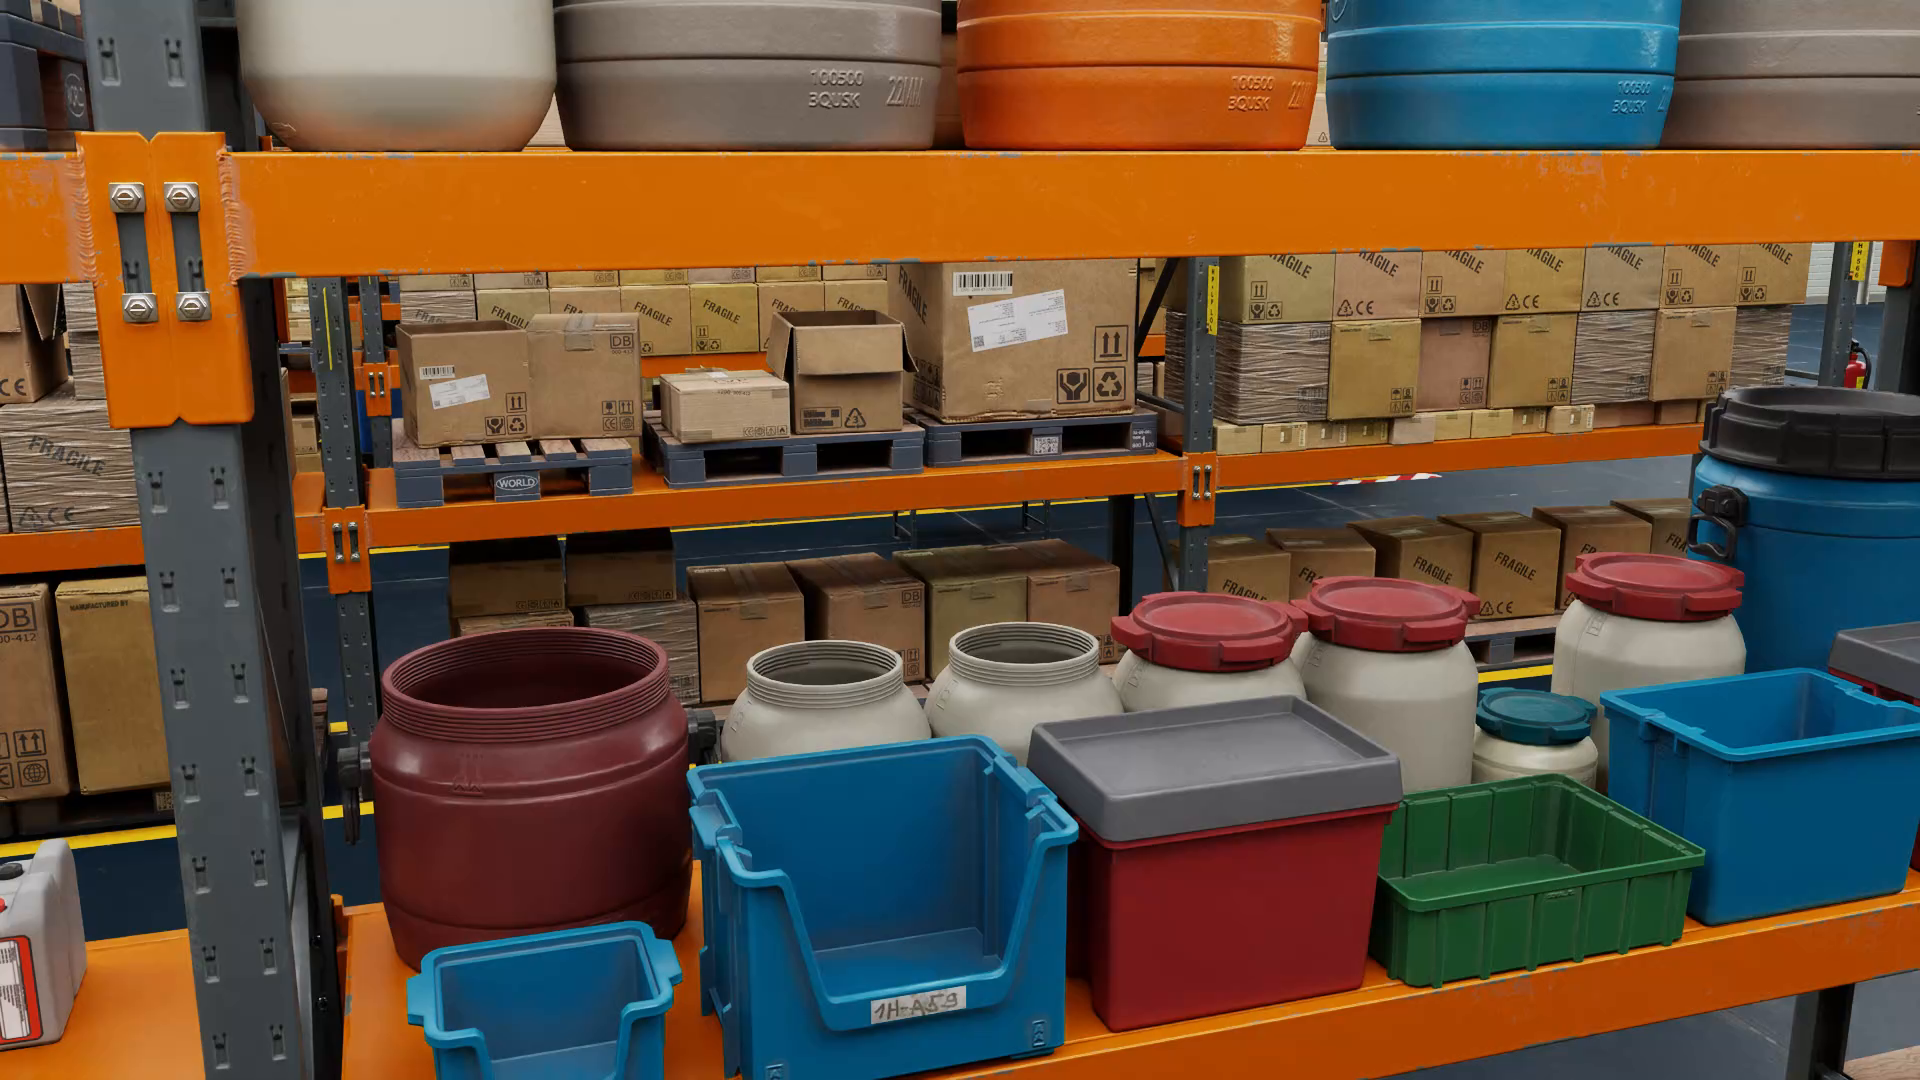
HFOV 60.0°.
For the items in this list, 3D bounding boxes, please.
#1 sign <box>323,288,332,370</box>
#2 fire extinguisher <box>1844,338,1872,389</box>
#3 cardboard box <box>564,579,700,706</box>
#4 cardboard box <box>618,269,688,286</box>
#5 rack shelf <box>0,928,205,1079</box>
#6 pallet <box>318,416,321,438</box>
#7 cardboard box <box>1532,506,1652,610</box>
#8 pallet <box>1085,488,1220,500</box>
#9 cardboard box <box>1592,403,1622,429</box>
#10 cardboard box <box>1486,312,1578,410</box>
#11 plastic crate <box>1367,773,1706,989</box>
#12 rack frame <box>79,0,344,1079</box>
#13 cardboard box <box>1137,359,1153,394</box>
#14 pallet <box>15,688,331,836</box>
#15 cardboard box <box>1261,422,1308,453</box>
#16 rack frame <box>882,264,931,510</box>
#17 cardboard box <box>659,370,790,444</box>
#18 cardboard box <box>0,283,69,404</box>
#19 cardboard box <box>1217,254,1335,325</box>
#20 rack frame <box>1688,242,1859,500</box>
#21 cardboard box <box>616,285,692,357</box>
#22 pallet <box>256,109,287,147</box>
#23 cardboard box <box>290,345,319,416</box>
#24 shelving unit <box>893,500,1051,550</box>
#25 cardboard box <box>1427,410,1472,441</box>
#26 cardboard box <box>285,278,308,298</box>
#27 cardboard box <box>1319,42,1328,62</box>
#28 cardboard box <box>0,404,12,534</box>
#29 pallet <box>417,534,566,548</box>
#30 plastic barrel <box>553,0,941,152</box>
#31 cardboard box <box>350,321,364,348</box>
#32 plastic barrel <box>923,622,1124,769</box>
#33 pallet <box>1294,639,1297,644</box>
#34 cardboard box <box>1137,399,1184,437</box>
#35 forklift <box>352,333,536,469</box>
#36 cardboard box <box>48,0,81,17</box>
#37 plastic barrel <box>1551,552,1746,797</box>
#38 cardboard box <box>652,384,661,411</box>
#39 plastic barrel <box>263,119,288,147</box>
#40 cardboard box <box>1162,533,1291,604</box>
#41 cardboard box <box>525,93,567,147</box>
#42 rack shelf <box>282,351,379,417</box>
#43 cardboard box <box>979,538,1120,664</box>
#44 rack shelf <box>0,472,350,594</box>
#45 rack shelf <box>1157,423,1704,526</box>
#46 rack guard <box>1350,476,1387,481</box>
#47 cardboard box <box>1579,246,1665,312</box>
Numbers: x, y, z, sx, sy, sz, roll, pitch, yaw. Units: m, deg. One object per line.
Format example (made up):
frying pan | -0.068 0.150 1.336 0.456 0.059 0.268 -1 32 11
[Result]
sign | -2.574 -0.859 6.771 0.005 0.325 0.100 -4 14 -18
fire extinguisher | 5.084 -0.878 9.517 0.183 0.674 0.296 -4 14 -18
cardboard box | -1.604 0.487 8.064 0.500 0.500 0.700 -6 15 -23
cardboard box | -2.363 -2.192 12.501 0.500 0.500 0.700 -5 14 -19
rack shelf | -3.070 1.166 2.311 4.000 0.370 1.077 -4 14 -18
pallet | -6.686 -1.193 16.701 1.213 0.211 1.003 -4 14 -18
cardboard box | 3.676 0.098 9.743 0.500 0.500 0.500 -1 13 -3
pallet | 1.455 -0.581 14.130 1.213 0.211 1.003 -4 14 -18
cardboard box | 3.445 -0.723 9.245 0.250 0.149 0.380 -4 14 -18
cardboard box | 2.897 -1.042 9.181 0.500 0.500 0.875 -4 14 -18
plastic crate | 1.056 0.667 3.314 0.662 0.188 0.450 -4 14 -18
rack frame | -1.174 0.669 2.849 0.127 3.000 1.000 -4 14 -18
cardboard box | 1.023 -1.077 13.873 0.875 0.875 0.875 -4 14 -18
pallet | -3.525 0.981 7.563 1.213 0.211 1.003 -4 14 -18
cardboard box | 1.578 -0.556 8.541 0.250 0.149 0.380 -4 14 -18
rack frame | -0.449 -1.808 13.261 0.127 3.000 1.000 -4 14 -18
cardboard box | -1.092 -0.622 7.692 0.500 0.250 0.500 -5 14 -20
cardboard box | -4.071 -0.856 6.876 0.637 0.503 0.797 -4 14 -17
cardboard box | 1.545 -1.370 8.400 0.500 0.500 0.500 -4 14 -18
rack frame | 4.828 -1.008 9.898 0.127 3.000 1.000 -4 14 -18
cardboard box | -2.296 -1.647 12.368 0.500 0.500 0.500 -5 14 -19
pallet | -3.347 -1.726 6.842 1.003 0.211 1.213 -4 14 -15
cardboard box | -6.596 -1.729 16.613 0.875 0.875 0.875 -5 14 -19
shelving unit | 0.081 -0.736 11.996 1.048 1.500 0.538 -4 14 -18
cardboard box | 2.514 -0.638 8.886 0.250 0.149 0.380 -4 14 -18
cardboard box | -4.558 -1.748 11.357 0.250 0.149 0.380 -5 14 -20
cardboard box | 2.894 -3.964 13.539 0.250 0.149 0.380 -4 14 -18
cardboard box | -4.108 -0.301 6.709 0.500 0.500 0.500 -5 14 -20
pallet | -3.469 -0.198 12.518 1.213 0.211 1.003 -4 14 -18
plastic barrel | -0.327 -1.047 2.498 0.600 0.901 0.600 0 13 0
cardboard box | -7.833 -2.589 21.040 0.500 0.500 0.500 -4 14 -16
plastic barrel | 0.132 0.461 3.483 0.421 0.512 0.421 0 13 0
pallet | 1.662 0.587 9.220 1.213 0.211 1.003 -4 14 -18
cardboard box | 1.147 -0.671 9.024 0.250 0.149 0.380 -4 14 -18
forklift | -3.823 -2.085 14.574 3.031 2.935 1.130 -6 14 -22
cardboard box | -3.309 -2.070 6.752 0.637 0.503 0.797 -4 14 -15
plastic barrel | 1.640 0.330 3.979 0.433 0.535 0.433 0 13 0
cardboard box | -1.924 -0.782 12.902 0.750 0.750 1.050 -4 14 -18
plastic barrel | -0.956 -0.744 2.643 0.294 0.245 0.294 0 13 0
cardboard box | 1.429 0.278 8.985 0.500 0.500 0.500 -5 14 -20
cardboard box | -1.741 -1.820 7.156 0.500 0.250 0.500 -4 14 -17
rack shelf | -6.136 -1.015 11.483 4.000 0.370 1.077 -4 14 -18
cardboard box | 0.448 0.330 8.724 0.500 0.500 0.700 -6 14 -22
rack shelf | -4.649 0.080 6.878 4.000 0.370 1.077 -4 14 -18
rack shelf | 2.933 -0.510 9.361 4.000 0.370 1.077 -4 14 -18
rack guard | 3.365 -0.889 14.799 0.348 0.500 1.175 -4 14 -18
cardboard box | 3.439 -1.518 9.024 0.500 0.500 0.500 -4 14 -18
